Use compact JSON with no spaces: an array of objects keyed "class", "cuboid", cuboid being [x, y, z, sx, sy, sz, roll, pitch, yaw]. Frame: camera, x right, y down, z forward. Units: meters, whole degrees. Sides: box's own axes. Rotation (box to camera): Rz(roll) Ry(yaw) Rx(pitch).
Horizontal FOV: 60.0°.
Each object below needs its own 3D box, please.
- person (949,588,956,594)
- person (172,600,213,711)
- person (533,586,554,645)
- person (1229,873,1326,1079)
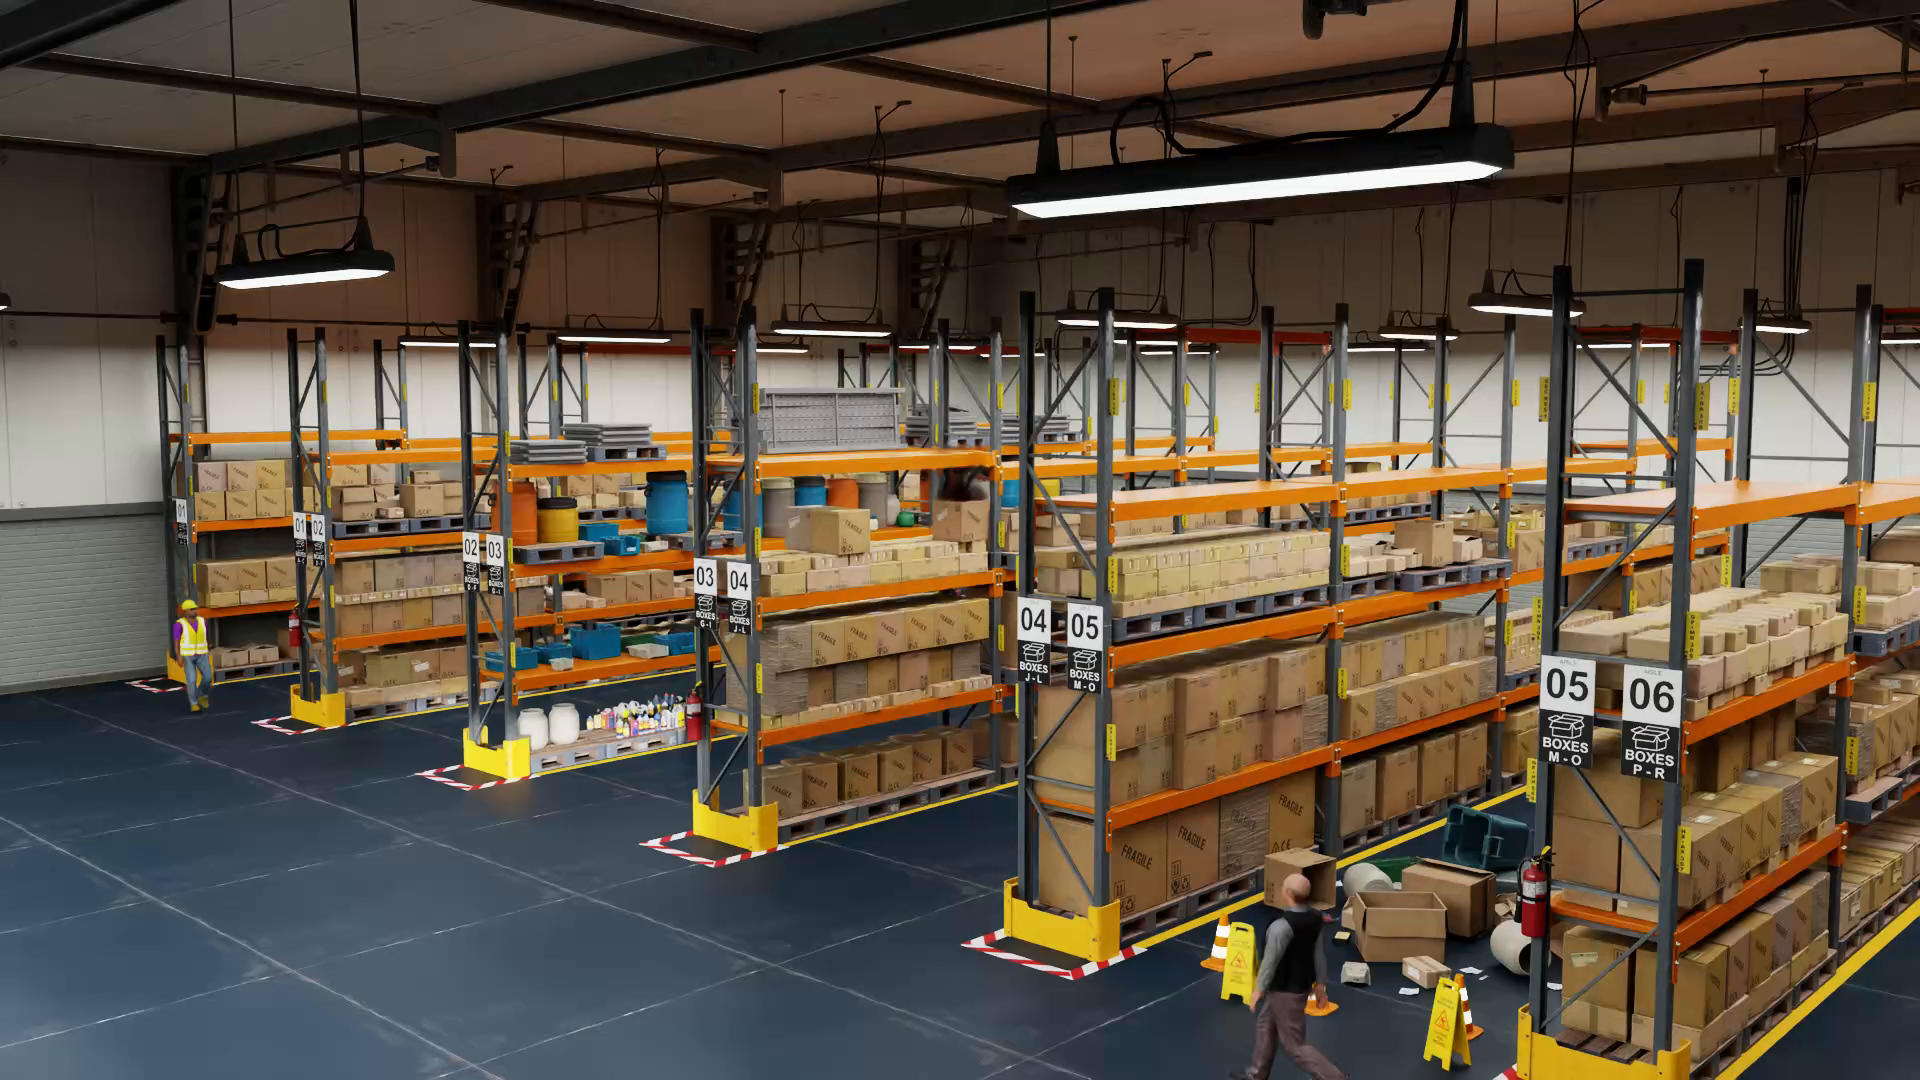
[{"class":"person","cuboid":[-0.200,1.257,33.292,0.391,1.555,0.823,5,7,42]},{"class":"person","cuboid":[-12.051,1.815,26.127,0.564,1.755,0.476,-4,7,-37]},{"class":"person","cuboid":[-7.793,1.419,31.110,0.537,1.639,0.951,4,7,37]},{"class":"person","cuboid":[2.354,3.215,11.880,0.982,1.693,0.497,2,6,25]}]
